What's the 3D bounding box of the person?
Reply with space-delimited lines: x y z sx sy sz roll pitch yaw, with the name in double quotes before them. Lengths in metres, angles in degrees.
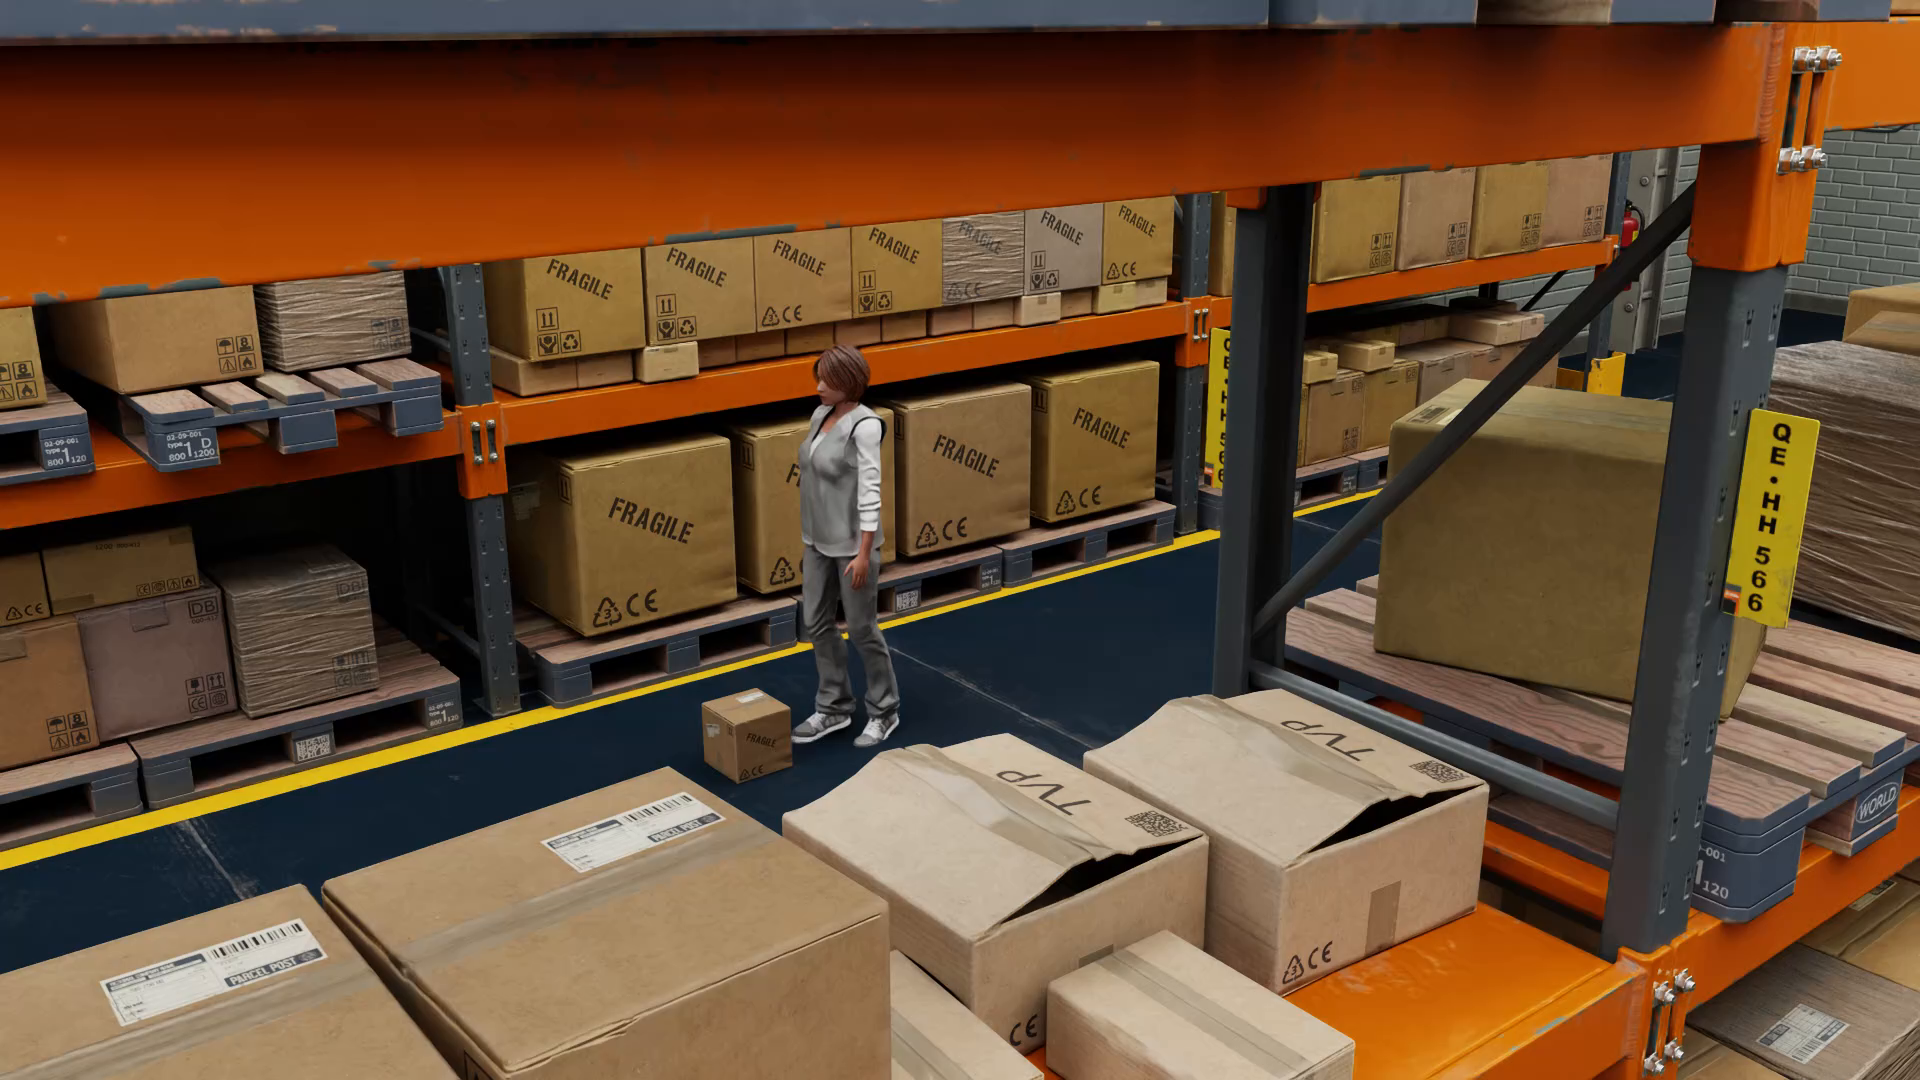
"person" -0.457 0.051 6.488 0.420 1.617 0.420 -13 22 -35
